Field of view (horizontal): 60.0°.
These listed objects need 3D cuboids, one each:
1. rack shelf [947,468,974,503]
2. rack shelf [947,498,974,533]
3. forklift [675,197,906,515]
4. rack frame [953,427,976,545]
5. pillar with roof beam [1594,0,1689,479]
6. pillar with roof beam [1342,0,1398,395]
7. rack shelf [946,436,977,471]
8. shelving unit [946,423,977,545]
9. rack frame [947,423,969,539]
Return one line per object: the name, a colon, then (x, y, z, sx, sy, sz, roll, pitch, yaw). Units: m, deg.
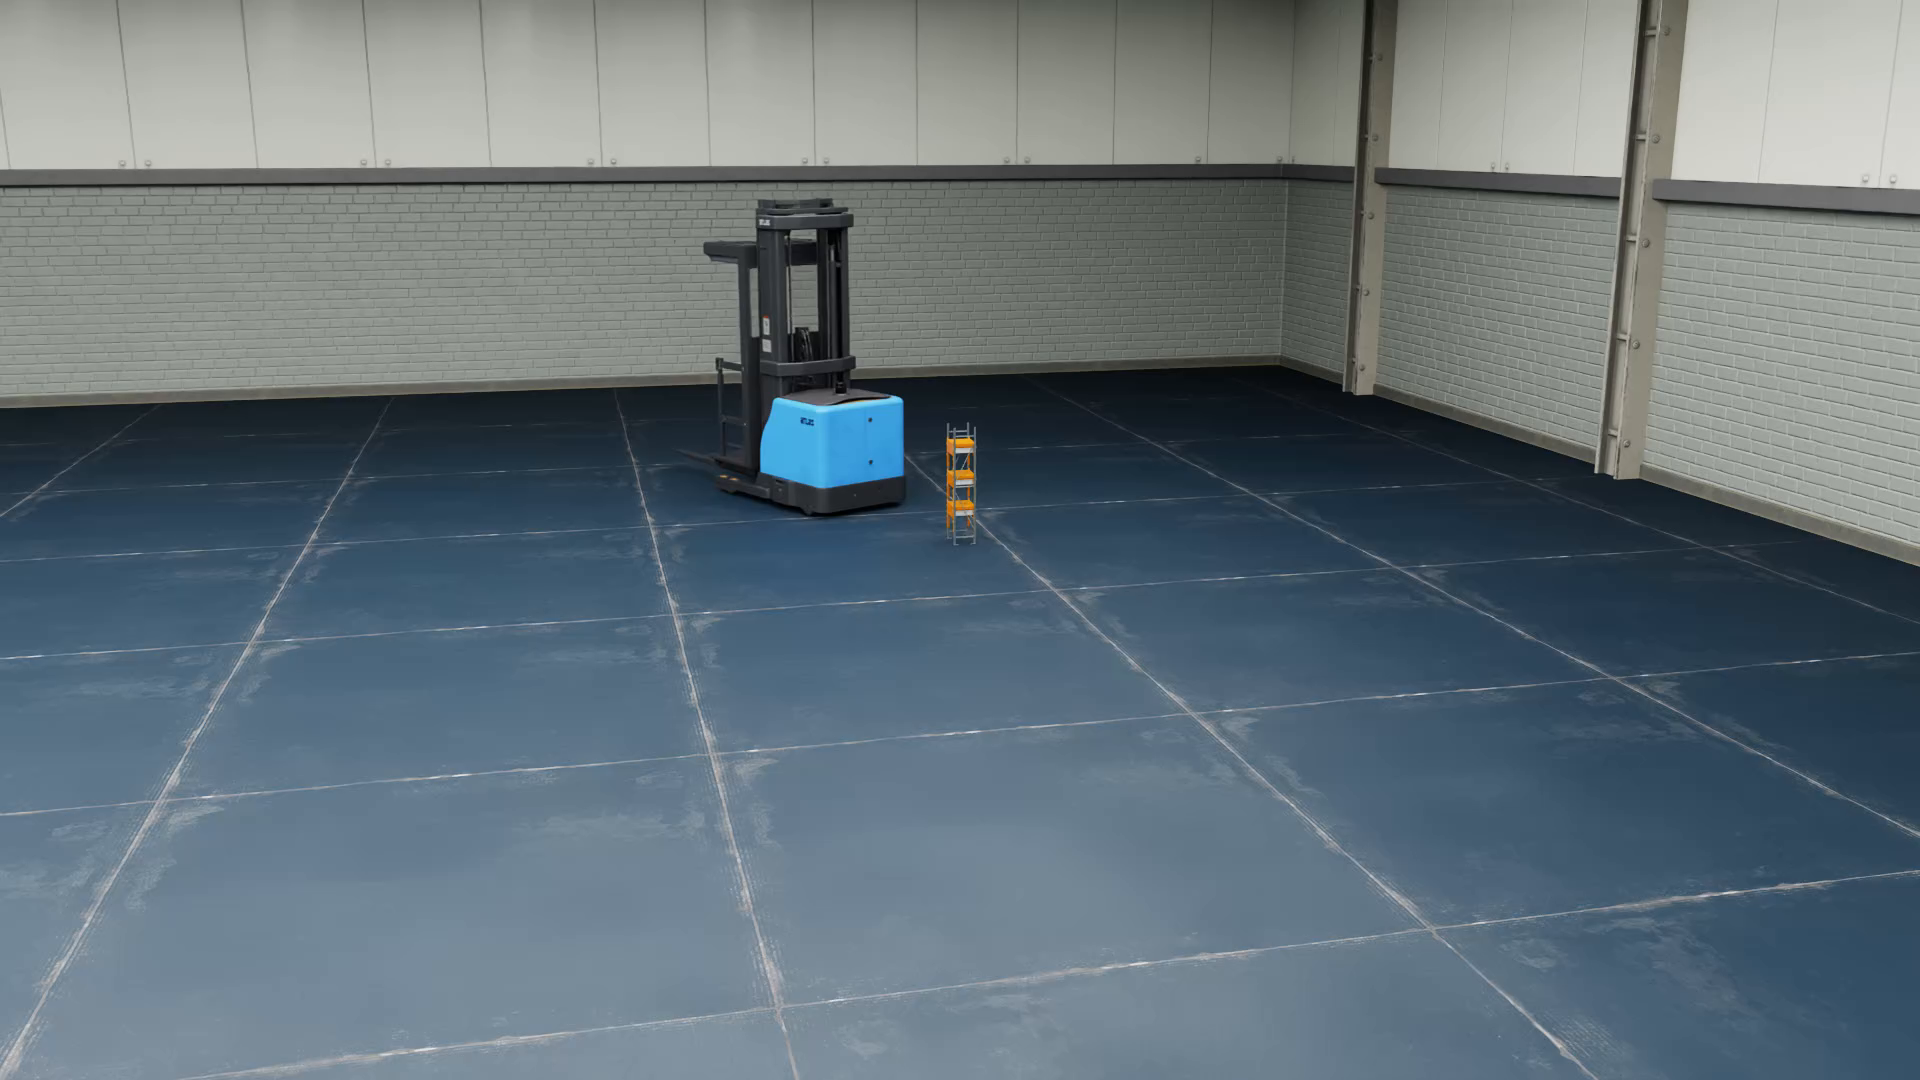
rack shelf: (0.013, -0.487, 14.754, 0.215, 0.259, 0.240, -3, 14, -13)
rack shelf: (0.013, -0.217, 14.820, 0.215, 0.259, 0.240, -3, 14, -13)
forklift: (-1.856, -1.952, 16.740, 1.130, 2.935, 3.031, -11, 18, -38)
rack frame: (0.041, -0.470, 14.637, 0.200, 1.050, 0.008, -3, 14, -13)
pillar with roof beam: (2.841, -4.824, 15.711, 9.100, 9.000, 0.400, -3, 14, -13)
pillar with roof beam: (1.432, -6.208, 21.377, 9.100, 9.000, 0.400, -3, 14, -13)
rack shelf: (0.013, -0.763, 14.687, 0.215, 0.259, 0.240, -3, 14, -13)
shelving unit: (0.013, -0.498, 14.752, 0.215, 1.050, 0.252, -3, 14, -13)
rack frame: (-0.016, -0.526, 14.867, 0.200, 1.050, 0.008, -3, 14, -13)
